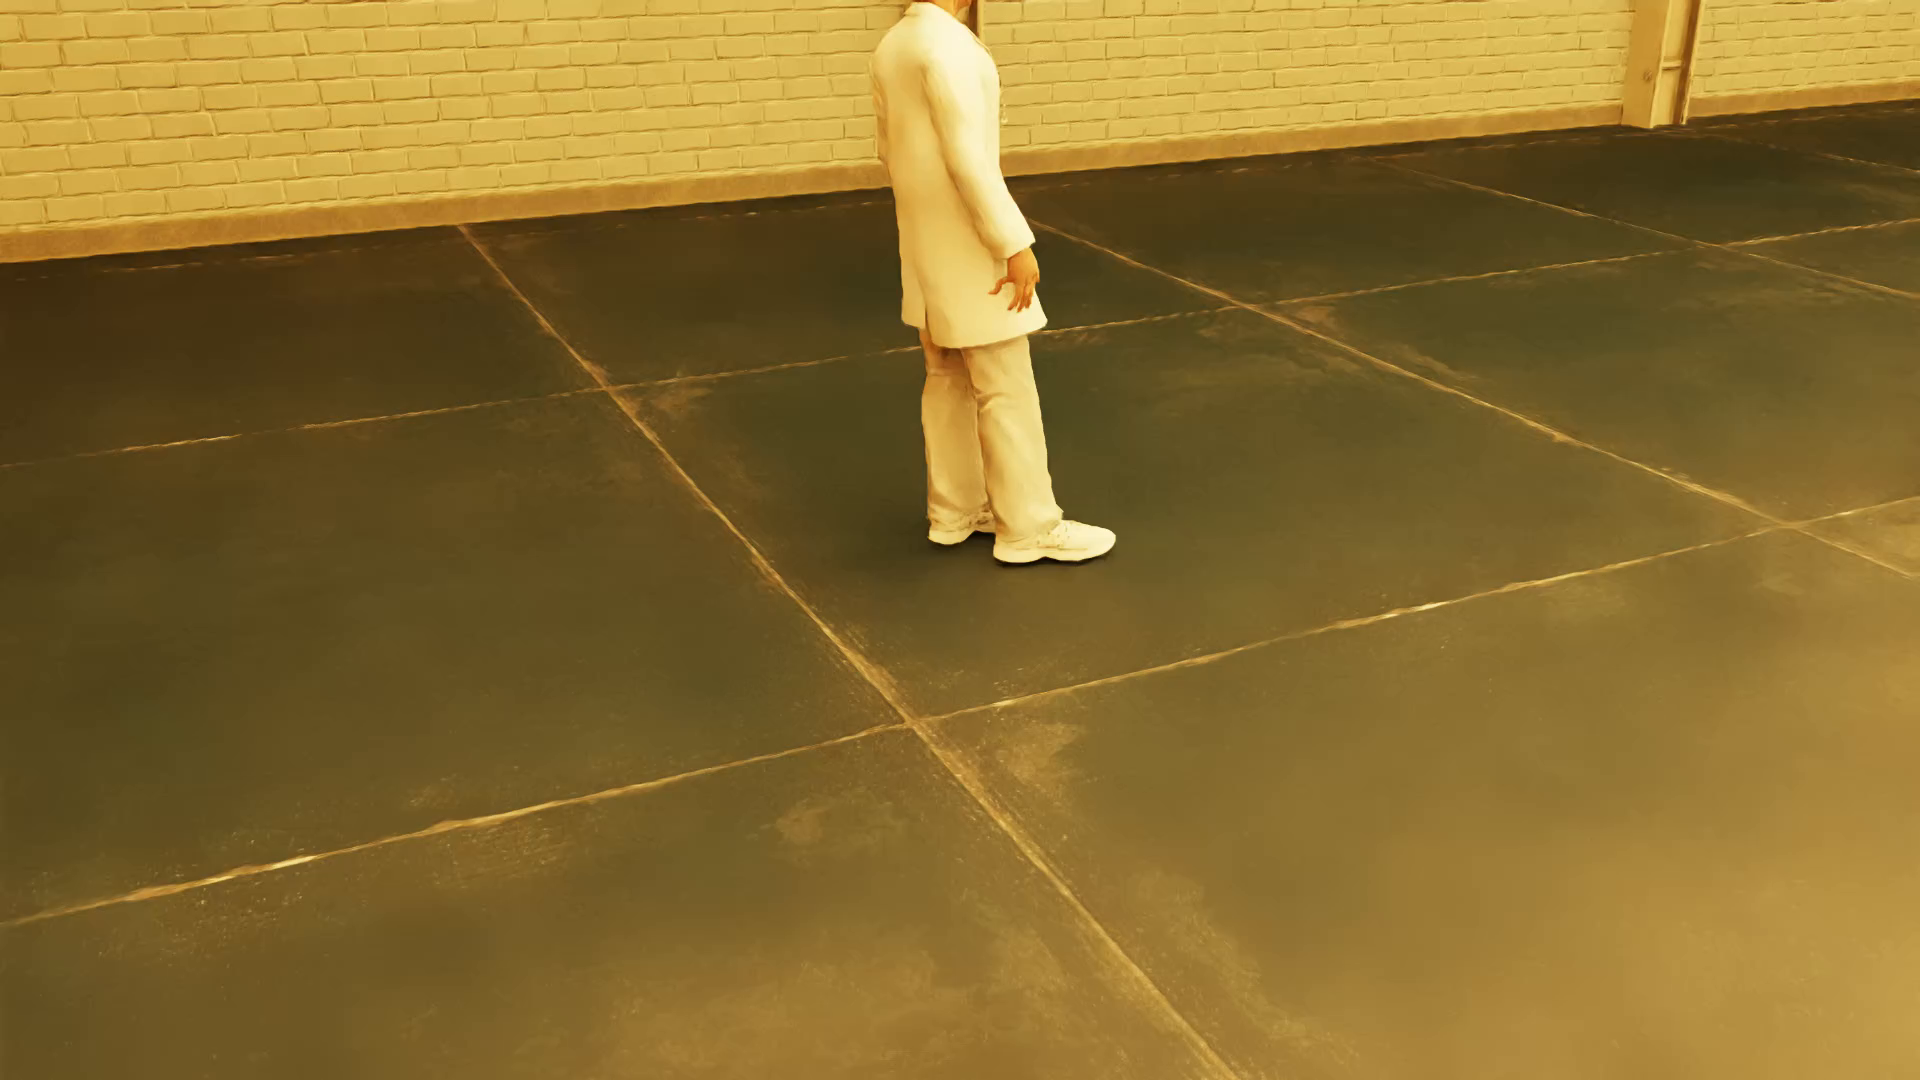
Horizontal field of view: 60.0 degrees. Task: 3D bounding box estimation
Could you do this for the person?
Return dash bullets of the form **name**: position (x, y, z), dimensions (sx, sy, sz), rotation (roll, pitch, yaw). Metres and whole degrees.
- **person**: position (0.084, -0.840, 4.795), dimensions (0.579, 1.776, 0.694), rotation (-10, 25, -23)
